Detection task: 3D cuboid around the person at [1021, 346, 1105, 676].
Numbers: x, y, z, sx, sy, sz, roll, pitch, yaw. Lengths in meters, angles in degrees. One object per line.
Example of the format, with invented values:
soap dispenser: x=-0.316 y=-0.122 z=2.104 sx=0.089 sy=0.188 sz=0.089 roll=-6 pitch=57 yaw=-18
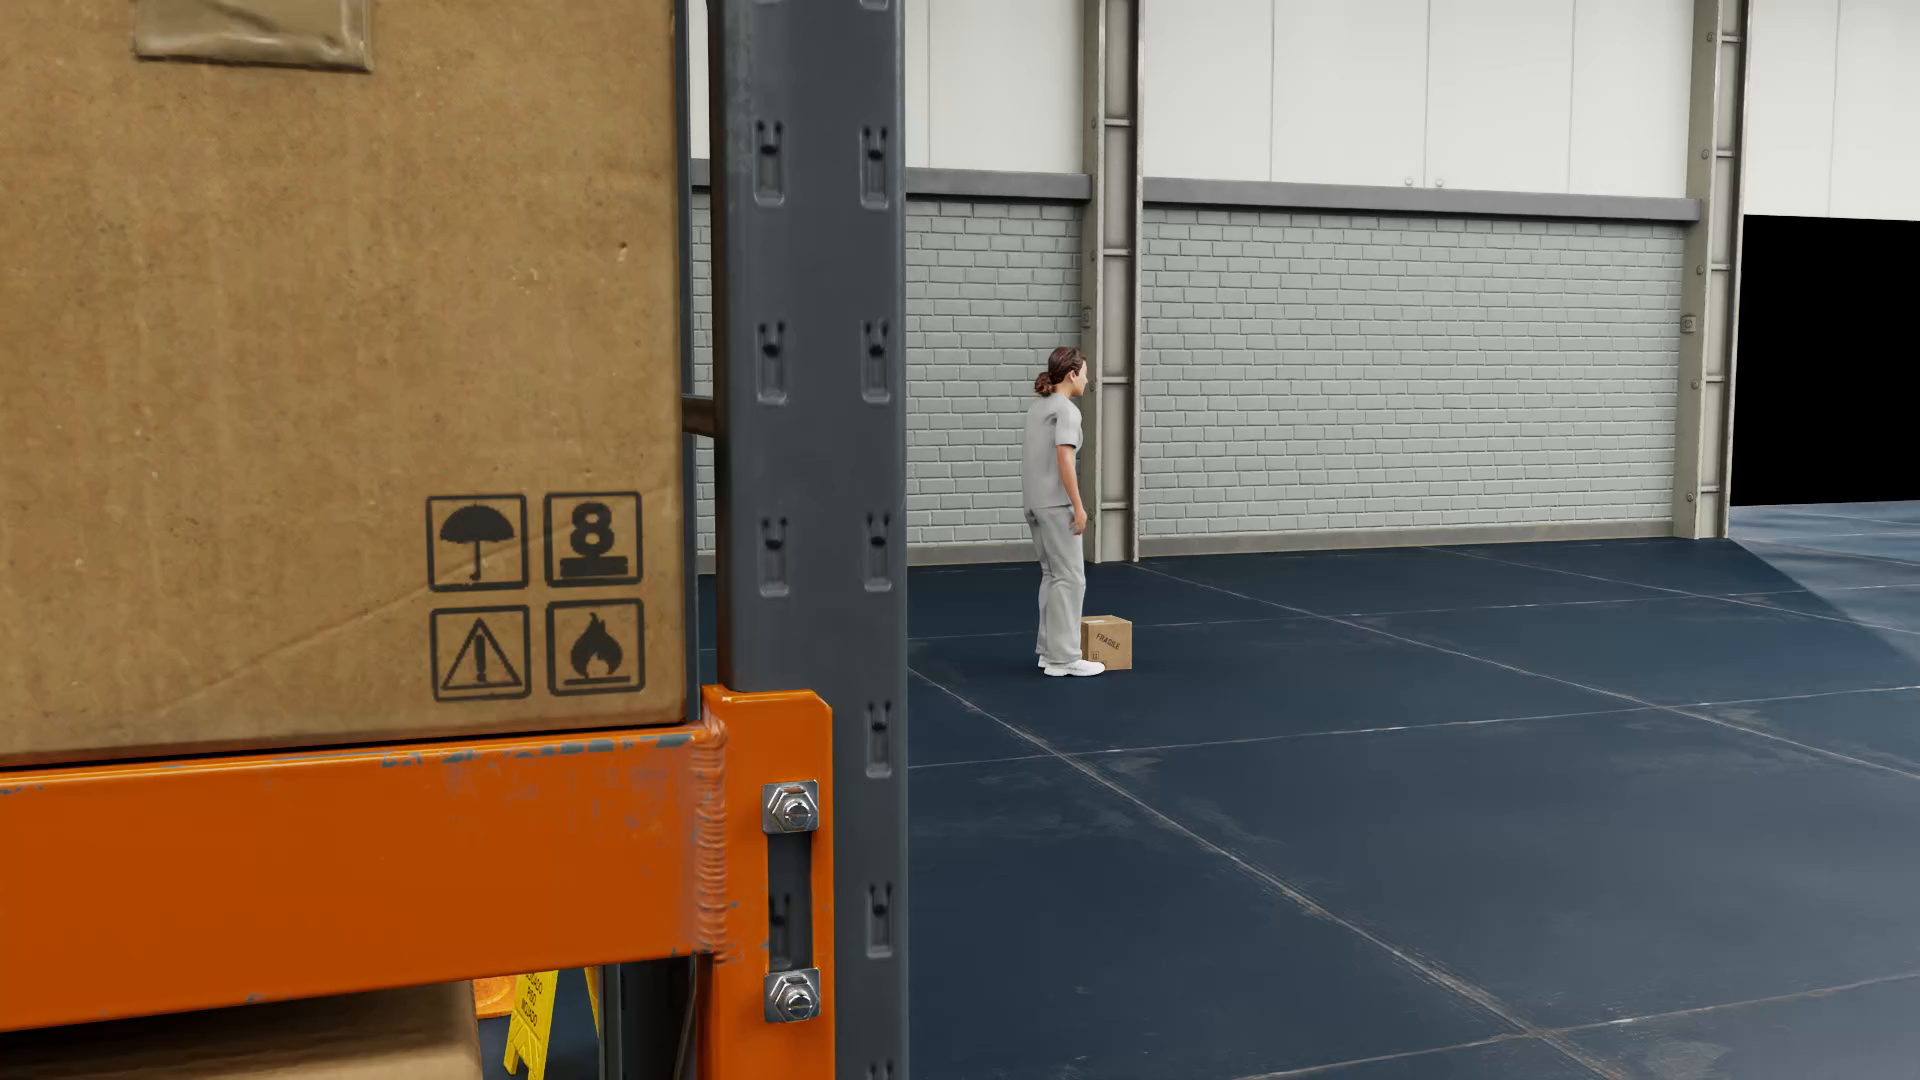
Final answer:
person: x=0.528 y=-0.129 z=8.575 sx=0.404 sy=1.614 sz=0.490 roll=-2 pitch=6 yaw=-19
